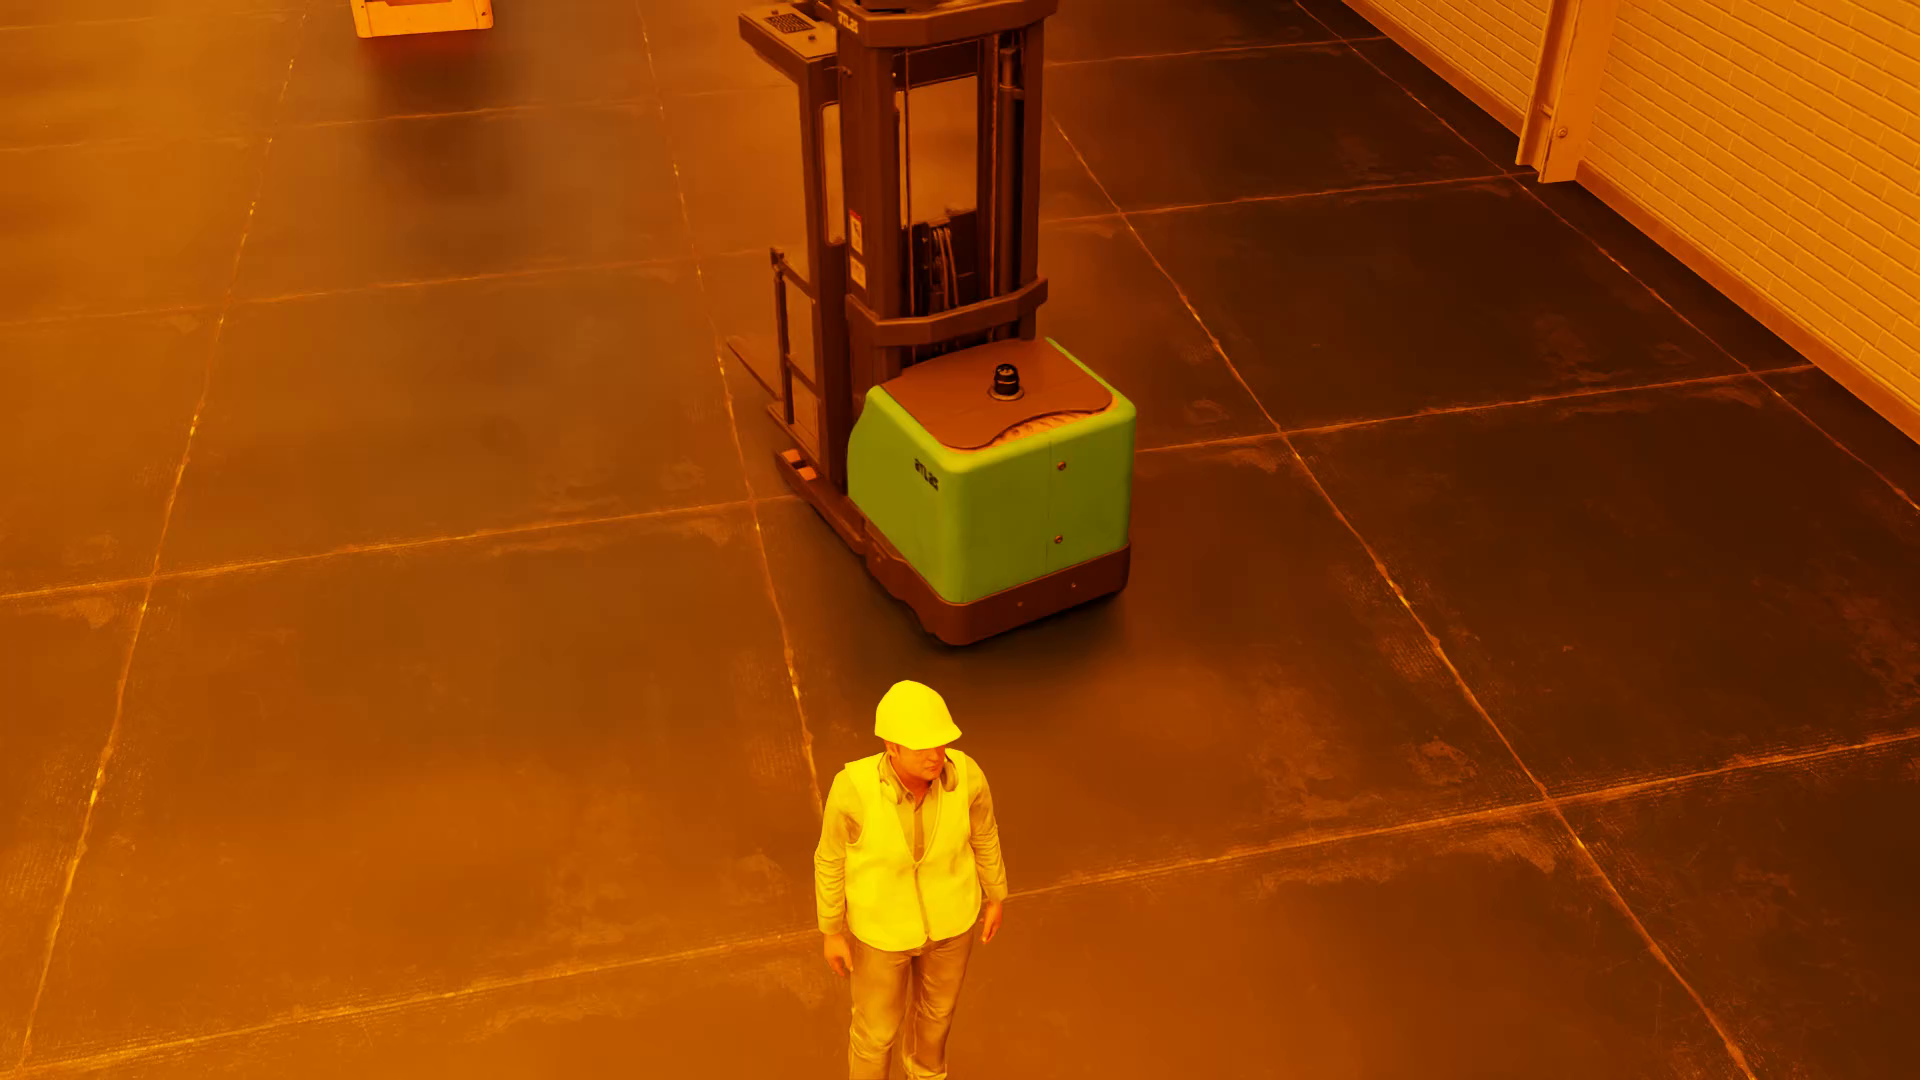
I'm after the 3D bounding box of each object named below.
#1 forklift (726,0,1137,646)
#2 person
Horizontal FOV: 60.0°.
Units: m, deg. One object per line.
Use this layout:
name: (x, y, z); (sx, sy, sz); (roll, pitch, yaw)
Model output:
forklift: (-0.344, -1.535, 8.183); (1.130, 2.935, 3.031); (-19, 40, -24)
person: (-0.133, 1.246, 5.297); (0.634, 1.776, 0.565); (-12, 37, -16)
